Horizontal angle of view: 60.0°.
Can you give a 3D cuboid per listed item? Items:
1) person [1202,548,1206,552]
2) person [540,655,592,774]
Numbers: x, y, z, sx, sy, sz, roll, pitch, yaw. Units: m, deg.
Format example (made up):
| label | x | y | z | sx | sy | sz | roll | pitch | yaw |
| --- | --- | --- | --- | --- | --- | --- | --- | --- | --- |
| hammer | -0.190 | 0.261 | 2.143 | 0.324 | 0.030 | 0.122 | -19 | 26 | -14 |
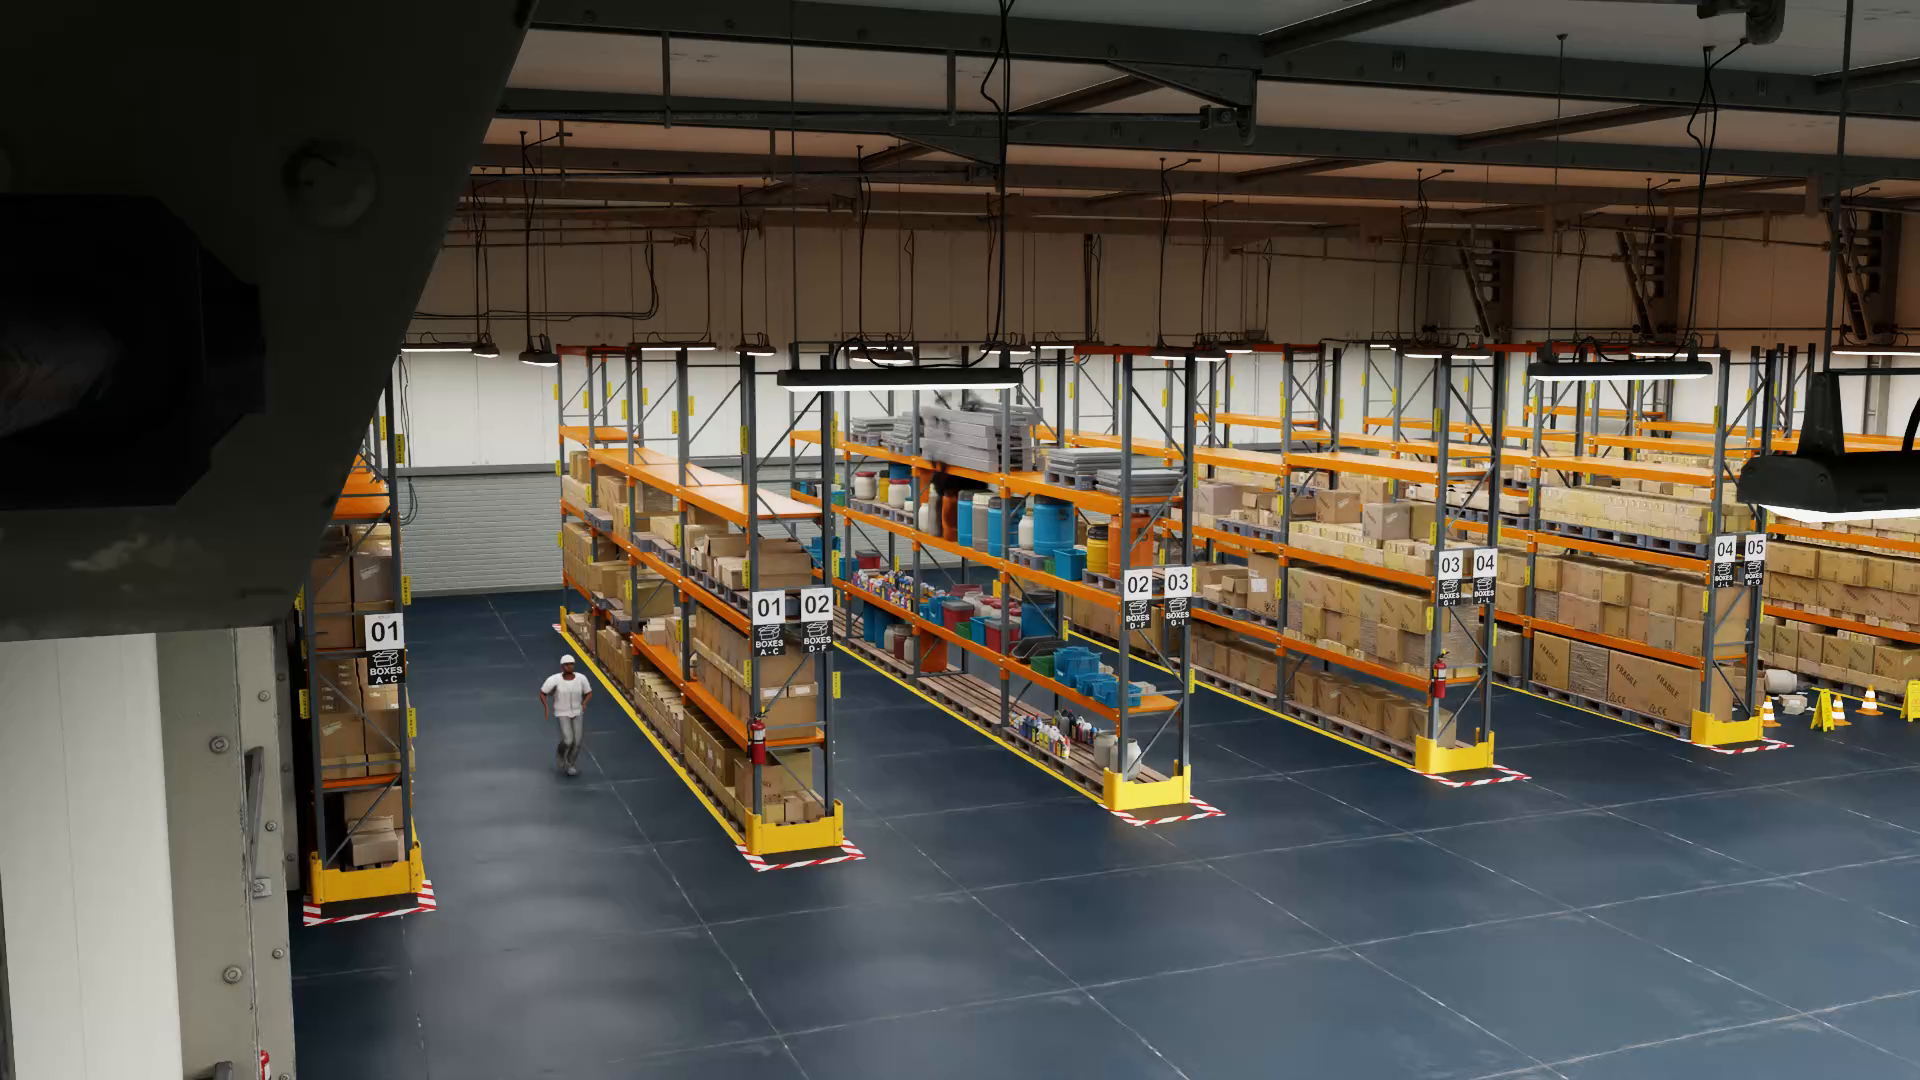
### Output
| label | x | y | z | sx | sy | sz | roll | pitch | yaw |
| --- | --- | --- | --- | --- | --- | --- | --- | --- | --- |
| person | 6.175 | -0.114 | 41.655 | 0.556 | 0.793 | 0.528 | 2 | 8 | 15 |
| person | -5.539 | 2.485 | 23.604 | 0.706 | 1.720 | 0.575 | -4 | 8 | -29 |
